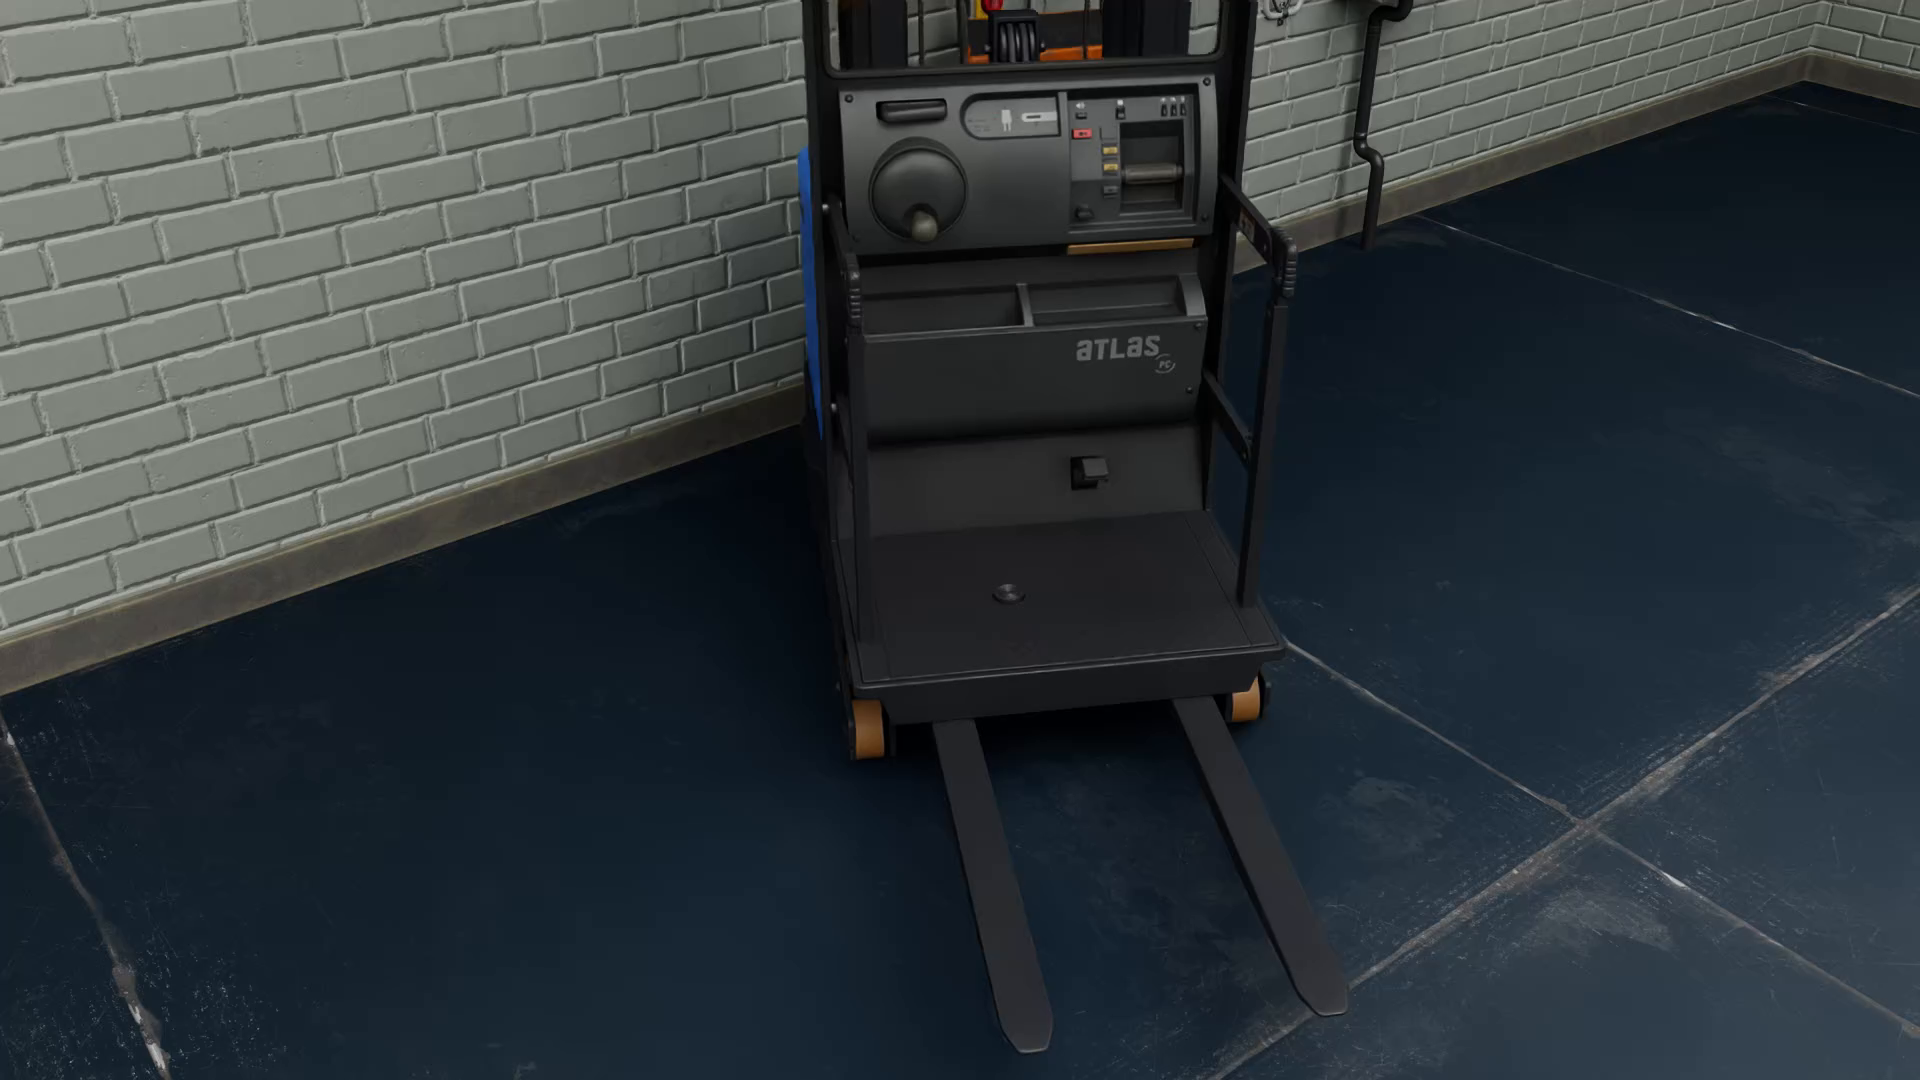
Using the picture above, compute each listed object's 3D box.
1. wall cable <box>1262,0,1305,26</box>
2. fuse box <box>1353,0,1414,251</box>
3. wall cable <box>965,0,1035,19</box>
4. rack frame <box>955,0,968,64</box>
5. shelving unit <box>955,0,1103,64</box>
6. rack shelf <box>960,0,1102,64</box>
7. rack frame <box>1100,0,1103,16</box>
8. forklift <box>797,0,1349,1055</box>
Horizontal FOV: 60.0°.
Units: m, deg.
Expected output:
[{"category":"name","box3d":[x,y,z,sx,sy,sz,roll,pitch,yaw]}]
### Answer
[{"category":"wall cable","box3d":[1.191,-2.828,5.998,0.588,1.984,0.122,-22,38,-31]},{"category":"fuse box","box3d":[1.826,-2.004,6.856,0.539,1.711,0.414,-22,38,-31]},{"category":"wall cable","box3d":[0.077,-2.378,5.243,0.585,1.953,0.123,-22,38,-31]},{"category":"rack frame","box3d":[0.020,-1.464,5.540,0.015,2.100,0.400,-5,34,-1]},{"category":"shelving unit","box3d":[0.263,-1.486,5.545,0.503,2.100,0.431,-5,34,-1]},{"category":"rack shelf","box3d":[0.263,-1.475,5.553,0.480,0.518,0.431,-5,34,-1]},{"category":"rack frame","box3d":[0.506,-1.508,5.550,0.015,2.100,0.400,-5,34,-1]},{"category":"forklift","box3d":[0.209,-0.876,3.883,1.130,2.935,3.031,-5,32,-8]}]
